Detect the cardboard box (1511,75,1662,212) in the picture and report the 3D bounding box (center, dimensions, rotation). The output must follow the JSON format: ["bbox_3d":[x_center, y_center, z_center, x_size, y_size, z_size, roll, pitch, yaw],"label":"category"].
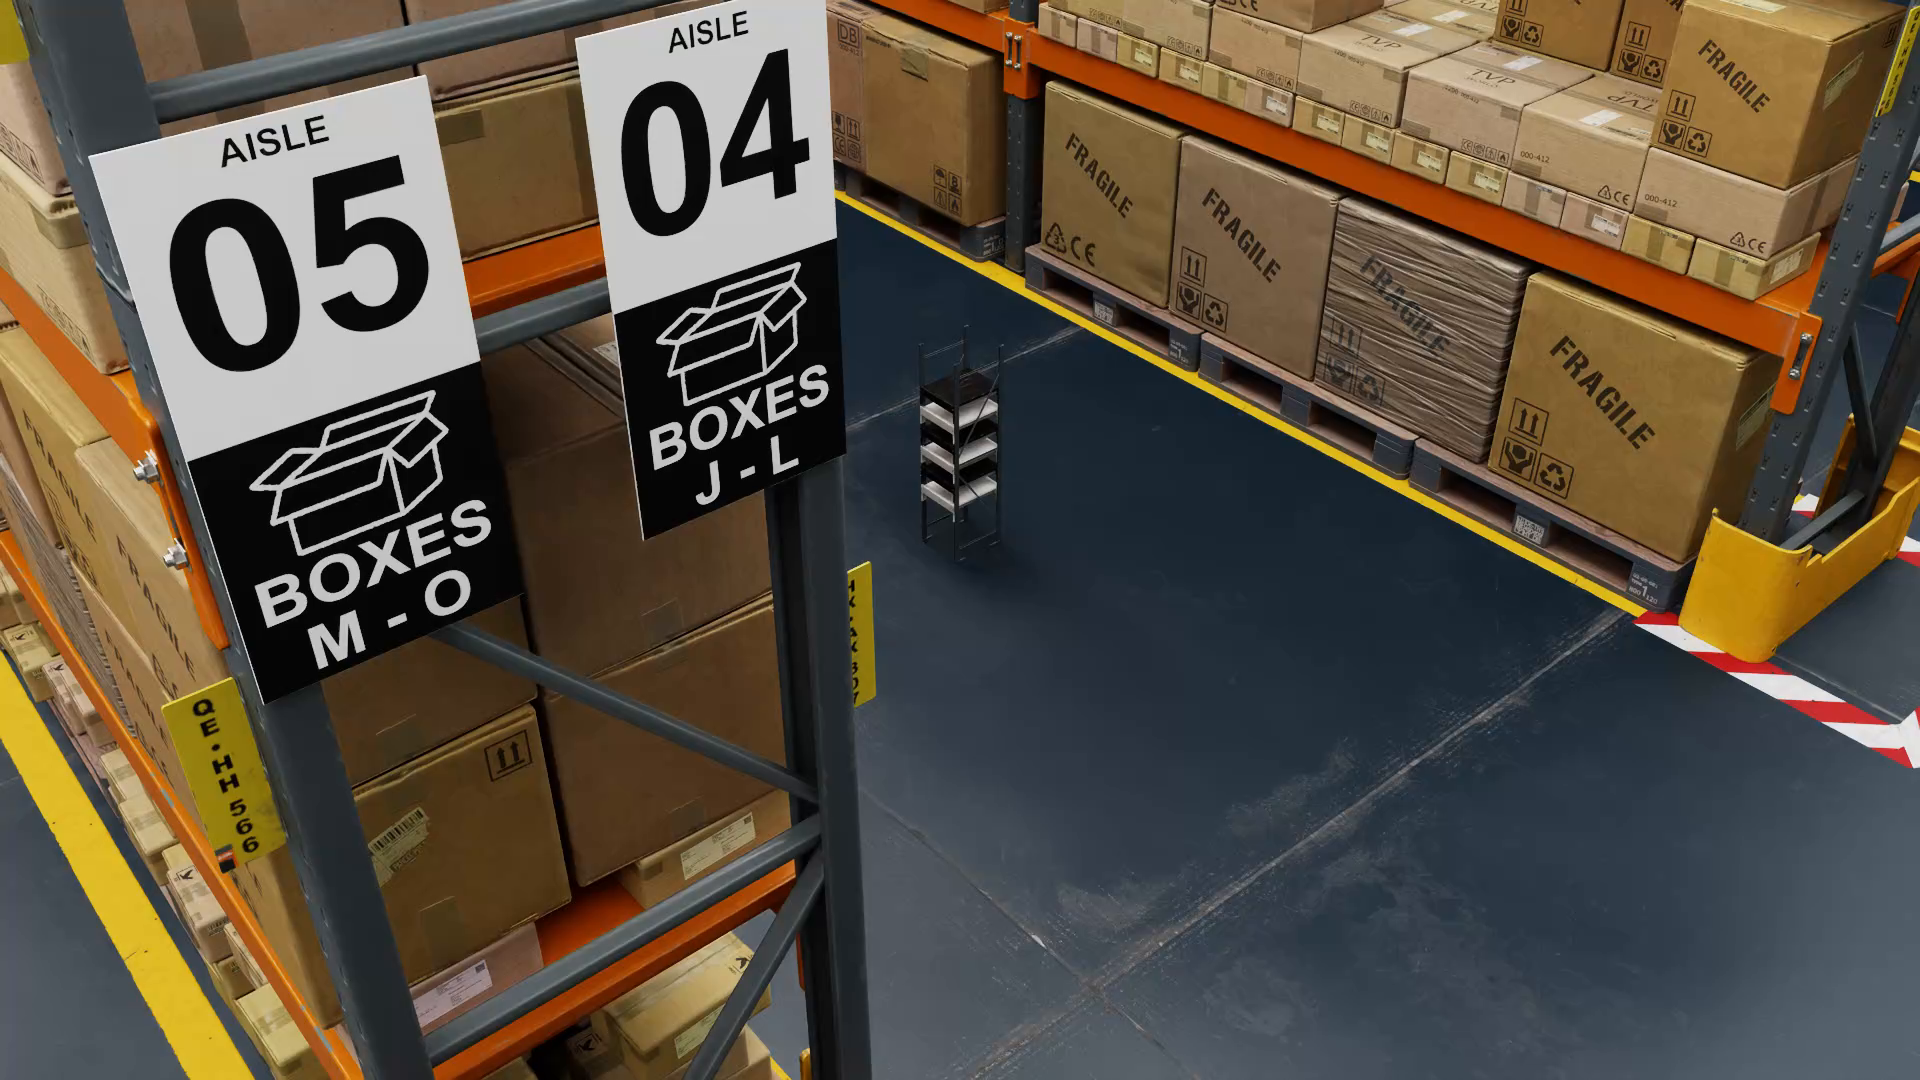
[{"bbox_3d":[2.394,-1.458,6.086,0.500,0.250,0.500,-27,43,-33],"label":"cardboard box"}]

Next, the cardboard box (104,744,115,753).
[{"bbox_3d":[-2.636,0.554,5.475,0.380,0.149,0.250,-27,43,-33],"label":"cardboard box"}]

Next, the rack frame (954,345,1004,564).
[{"bbox_3d":[0.071,-0.319,6.421,0.240,0.900,0.006,-26,43,-32],"label":"rack frame"}]

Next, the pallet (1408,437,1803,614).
[{"bbox_3d":[2.660,-0.245,6.913,1.003,0.211,1.213,-26,43,-32],"label":"pallet"}]

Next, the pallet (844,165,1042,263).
[{"bbox_3d":[0.099,-1.999,9.390,1.003,0.211,1.213,-26,43,-32],"label":"pallet"}]

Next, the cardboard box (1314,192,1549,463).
[{"bbox_3d":[2.175,-1.018,7.066,0.875,0.875,0.875,-26,43,-32],"label":"cardboard box"}]

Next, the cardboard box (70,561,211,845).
[{"bbox_3d":[-1.433,0.253,3.454,0.500,0.500,0.500,-27,43,-32],"label":"cardboard box"}]

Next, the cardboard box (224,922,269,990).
[{"bbox_3d":[-1.654,1.019,4.304,0.380,0.149,0.250,-28,44,-33],"label":"cardboard box"}]

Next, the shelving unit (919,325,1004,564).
[{"bbox_3d":[0.005,-0.364,6.485,0.258,0.900,0.210,-26,43,-32],"label":"shelving unit"}]

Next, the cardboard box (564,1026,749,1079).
[{"bbox_3d":[-0.760,1.290,4.179,0.380,0.149,0.250,-24,42,-30],"label":"cardboard box"}]

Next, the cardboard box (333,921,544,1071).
[{"bbox_3d":[-1.044,0.811,3.227,0.380,0.149,0.250,-26,43,-32],"label":"cardboard box"}]

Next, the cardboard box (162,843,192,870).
[{"bbox_3d":[-2.009,0.918,4.704,0.380,0.149,0.250,-24,42,-30],"label":"cardboard box"}]

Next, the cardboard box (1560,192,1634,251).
[{"bbox_3d":[2.424,-1.217,6.090,0.380,0.149,0.250,-26,43,-32],"label":"cardboard box"}]

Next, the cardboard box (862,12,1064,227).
[{"bbox_3d":[0.226,-2.404,9.024,1.225,0.875,0.875,-26,43,-32],"label":"cardboard box"}]

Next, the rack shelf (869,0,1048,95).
[{"bbox_3d":[-0.636,-3.414,9.598,1.077,0.370,4.000,-26,43,-32],"label":"rack shelf"}]

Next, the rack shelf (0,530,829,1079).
[{"bbox_3d":[-1.909,0.157,4.555,1.077,0.370,4.000,-26,43,-32],"label":"rack shelf"}]

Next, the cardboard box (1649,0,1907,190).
[{"bbox_3d":[2.721,-1.542,5.555,0.500,0.500,0.500,-25,43,-31],"label":"cardboard box"}]

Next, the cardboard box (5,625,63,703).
[{"bbox_3d":[-3.038,0.371,5.735,0.380,0.149,0.250,-25,42,-31],"label":"cardboard box"}]

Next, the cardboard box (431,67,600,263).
[{"bbox_3d":[-0.713,-0.710,2.691,0.500,0.250,0.500,-24,42,-30],"label":"cardboard box"}]

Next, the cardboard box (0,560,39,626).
[{"bbox_3d":[-3.003,0.103,5.598,0.380,0.149,0.250,-24,42,-30],"label":"cardboard box"}]

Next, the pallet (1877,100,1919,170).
[{"bbox_3d":[5.734,-2.685,10.359,1.003,0.211,1.213,-26,43,-32],"label":"pallet"}]

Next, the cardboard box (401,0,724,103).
[{"bbox_3d":[-0.709,-0.915,2.549,0.500,0.250,0.500,-25,42,-31],"label":"cardboard box"}]

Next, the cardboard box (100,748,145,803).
[{"bbox_3d":[-2.347,0.689,5.028,0.380,0.149,0.250,-26,43,-32],"label":"cardboard box"}]

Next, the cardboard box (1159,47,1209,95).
[{"bbox_3d":[1.103,-2.120,7.365,0.380,0.149,0.250,-27,44,-33],"label":"cardboard box"}]

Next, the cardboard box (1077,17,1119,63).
[{"bbox_3d":[0.761,-2.352,7.692,0.380,0.149,0.250,-28,44,-33],"label":"cardboard box"}]

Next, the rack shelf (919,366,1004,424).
[{"bbox_3d":[0.005,-0.557,6.348,0.258,0.077,0.200,-26,43,-32],"label":"rack shelf"}]

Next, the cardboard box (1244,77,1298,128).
[{"bbox_3d":[1.428,-1.895,7.048,0.380,0.149,0.250,-25,43,-31],"label":"cardboard box"}]

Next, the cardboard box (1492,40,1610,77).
[{"bbox_3d":[2.471,-1.882,6.684,0.500,0.250,0.500,-28,44,-33],"label":"cardboard box"}]

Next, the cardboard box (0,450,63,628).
[{"bbox_3d":[-2.082,-0.192,4.081,0.500,0.500,0.500,-24,42,-30],"label":"cardboard box"}]

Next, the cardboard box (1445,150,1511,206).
[{"bbox_3d":[2.095,-1.441,6.407,0.380,0.149,0.250,-27,43,-33],"label":"cardboard box"}]

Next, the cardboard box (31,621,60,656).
[{"bbox_3d":[-2.978,0.209,5.706,0.380,0.149,0.250,-26,43,-31],"label":"cardboard box"}]

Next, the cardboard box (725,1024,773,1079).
[{"bbox_3d":[-0.712,1.388,4.298,0.380,0.149,0.250,-25,42,-31],"label":"cardboard box"}]

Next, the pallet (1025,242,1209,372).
[{"bbox_3d":[1.086,-1.322,8.434,1.003,0.211,1.213,-26,43,-32],"label":"pallet"}]

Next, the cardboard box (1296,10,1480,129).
[{"bbox_3d":[1.726,-1.911,6.725,0.500,0.250,0.500,-26,43,-32],"label":"cardboard box"}]

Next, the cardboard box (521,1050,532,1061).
[{"bbox_3d":[-1.272,1.224,4.015,0.380,0.149,0.250,-25,42,-31],"label":"cardboard box"}]

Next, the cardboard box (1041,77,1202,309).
[{"bbox_3d":[1.020,-1.808,8.182,0.875,0.875,0.875,-26,43,-32],"label":"cardboard box"}]

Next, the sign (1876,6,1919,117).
[{"bbox_3d":[2.813,-1.432,4.969,0.100,0.325,0.005,-26,43,-32],"label":"sign"}]

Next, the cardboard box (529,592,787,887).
[{"bbox_3d":[-0.697,0.283,3.411,0.500,0.500,0.500,-24,42,-30],"label":"cardboard box"}]

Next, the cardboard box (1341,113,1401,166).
[{"bbox_3d":[1.768,-1.666,6.724,0.380,0.149,0.250,-25,42,-31],"label":"cardboard box"}]

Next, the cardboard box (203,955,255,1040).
[{"bbox_3d":[-1.847,1.166,4.611,0.380,0.149,0.250,-28,44,-34],"label":"cardboard box"}]

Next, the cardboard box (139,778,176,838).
[{"bbox_3d":[-2.146,0.659,4.813,0.380,0.149,0.250,-26,43,-32],"label":"cardboard box"}]

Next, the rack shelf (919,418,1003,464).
[{"bbox_3d":[0.005,-0.410,6.452,0.258,0.077,0.200,-26,43,-32],"label":"rack shelf"}]

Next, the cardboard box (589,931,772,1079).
[{"bbox_3d":[-0.697,1.138,4.137,0.380,0.149,0.250,-28,44,-34],"label":"cardboard box"}]

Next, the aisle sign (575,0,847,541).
[{"bbox_3d":[-0.342,-0.394,2.462,0.394,0.787,0.004,-26,43,-32],"label":"aisle sign"}]

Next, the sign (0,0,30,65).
[{"bbox_3d":[-1.055,-0.641,1.698,0.100,0.325,0.005,-26,43,-32],"label":"sign"}]

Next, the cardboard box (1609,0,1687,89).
[{"bbox_3d":[2.810,-1.958,6.143,0.500,0.500,0.500,-27,43,-33],"label":"cardboard box"}]

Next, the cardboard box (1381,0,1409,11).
[{"bbox_3d":[1.806,-2.335,7.324,0.500,0.250,0.500,-25,42,-31],"label":"cardboard box"}]

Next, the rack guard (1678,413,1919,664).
[{"bbox_3d":[3.252,-0.028,6.357,1.175,0.500,0.348,-26,43,-32],"label":"rack guard"}]

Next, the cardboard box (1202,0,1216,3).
[{"bbox_3d":[1.080,-2.664,7.139,0.500,0.500,0.500,-26,43,-32],"label":"cardboard box"}]

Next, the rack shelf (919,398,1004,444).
[{"bbox_3d":[0.005,-0.483,6.400,0.258,0.077,0.200,-26,43,-32],"label":"rack shelf"}]

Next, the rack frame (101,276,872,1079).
[{"bbox_3d":[-0.618,0.747,3.100,1.000,3.000,0.127,-26,43,-32],"label":"rack frame"}]

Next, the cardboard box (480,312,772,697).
[{"bbox_3d":[-0.705,-0.121,3.116,0.500,0.500,0.500,-26,43,-32],"label":"cardboard box"}]

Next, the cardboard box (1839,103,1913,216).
[{"bbox_3d":[3.133,-1.432,6.048,0.500,0.250,0.500,-27,43,-33],"label":"cardboard box"}]

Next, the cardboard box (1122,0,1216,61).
[{"bbox_3d":[1.075,-2.358,7.357,0.500,0.250,0.500,-26,43,-32],"label":"cardboard box"}]

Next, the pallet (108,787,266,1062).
[{"bbox_3d":[-1.947,0.941,5.239,1.003,0.211,1.213,-26,43,-32],"label":"pallet"}]

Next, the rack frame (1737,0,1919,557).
[{"bbox_3d":[3.236,-1.059,5.650,1.000,3.000,0.127,-26,43,-32],"label":"rack frame"}]

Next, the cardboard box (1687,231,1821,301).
[{"bbox_3d":[2.755,-0.991,5.771,0.380,0.149,0.250,-25,42,-31],"label":"cardboard box"}]

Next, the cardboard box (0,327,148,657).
[{"bbox_3d":[-1.430,-0.157,3.167,0.500,0.500,0.500,-28,44,-33],"label":"cardboard box"}]
